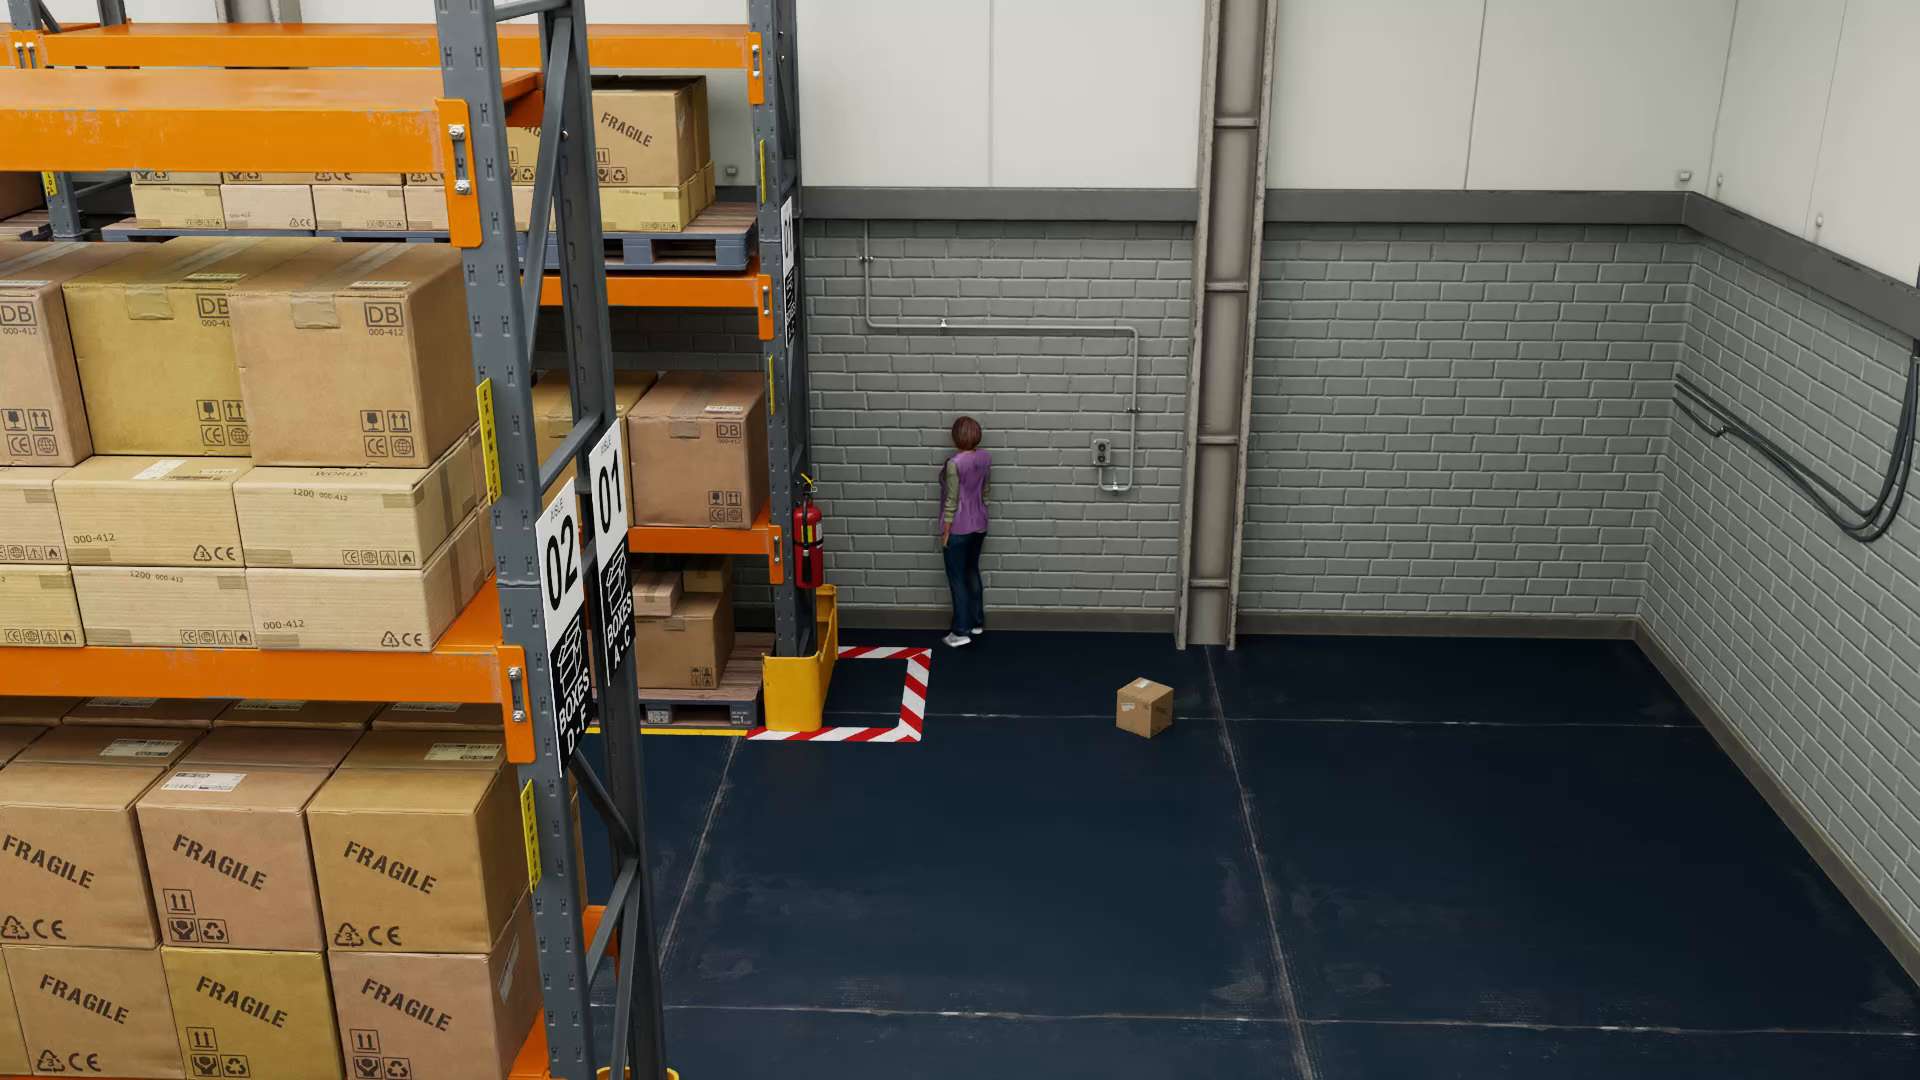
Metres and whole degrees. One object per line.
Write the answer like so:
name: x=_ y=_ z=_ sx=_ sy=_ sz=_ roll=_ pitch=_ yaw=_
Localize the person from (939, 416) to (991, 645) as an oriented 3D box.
person: x=0.017 y=-0.057 z=11.293 sx=0.413 sy=1.646 sz=0.365 roll=-17 pitch=27 yaw=-38
